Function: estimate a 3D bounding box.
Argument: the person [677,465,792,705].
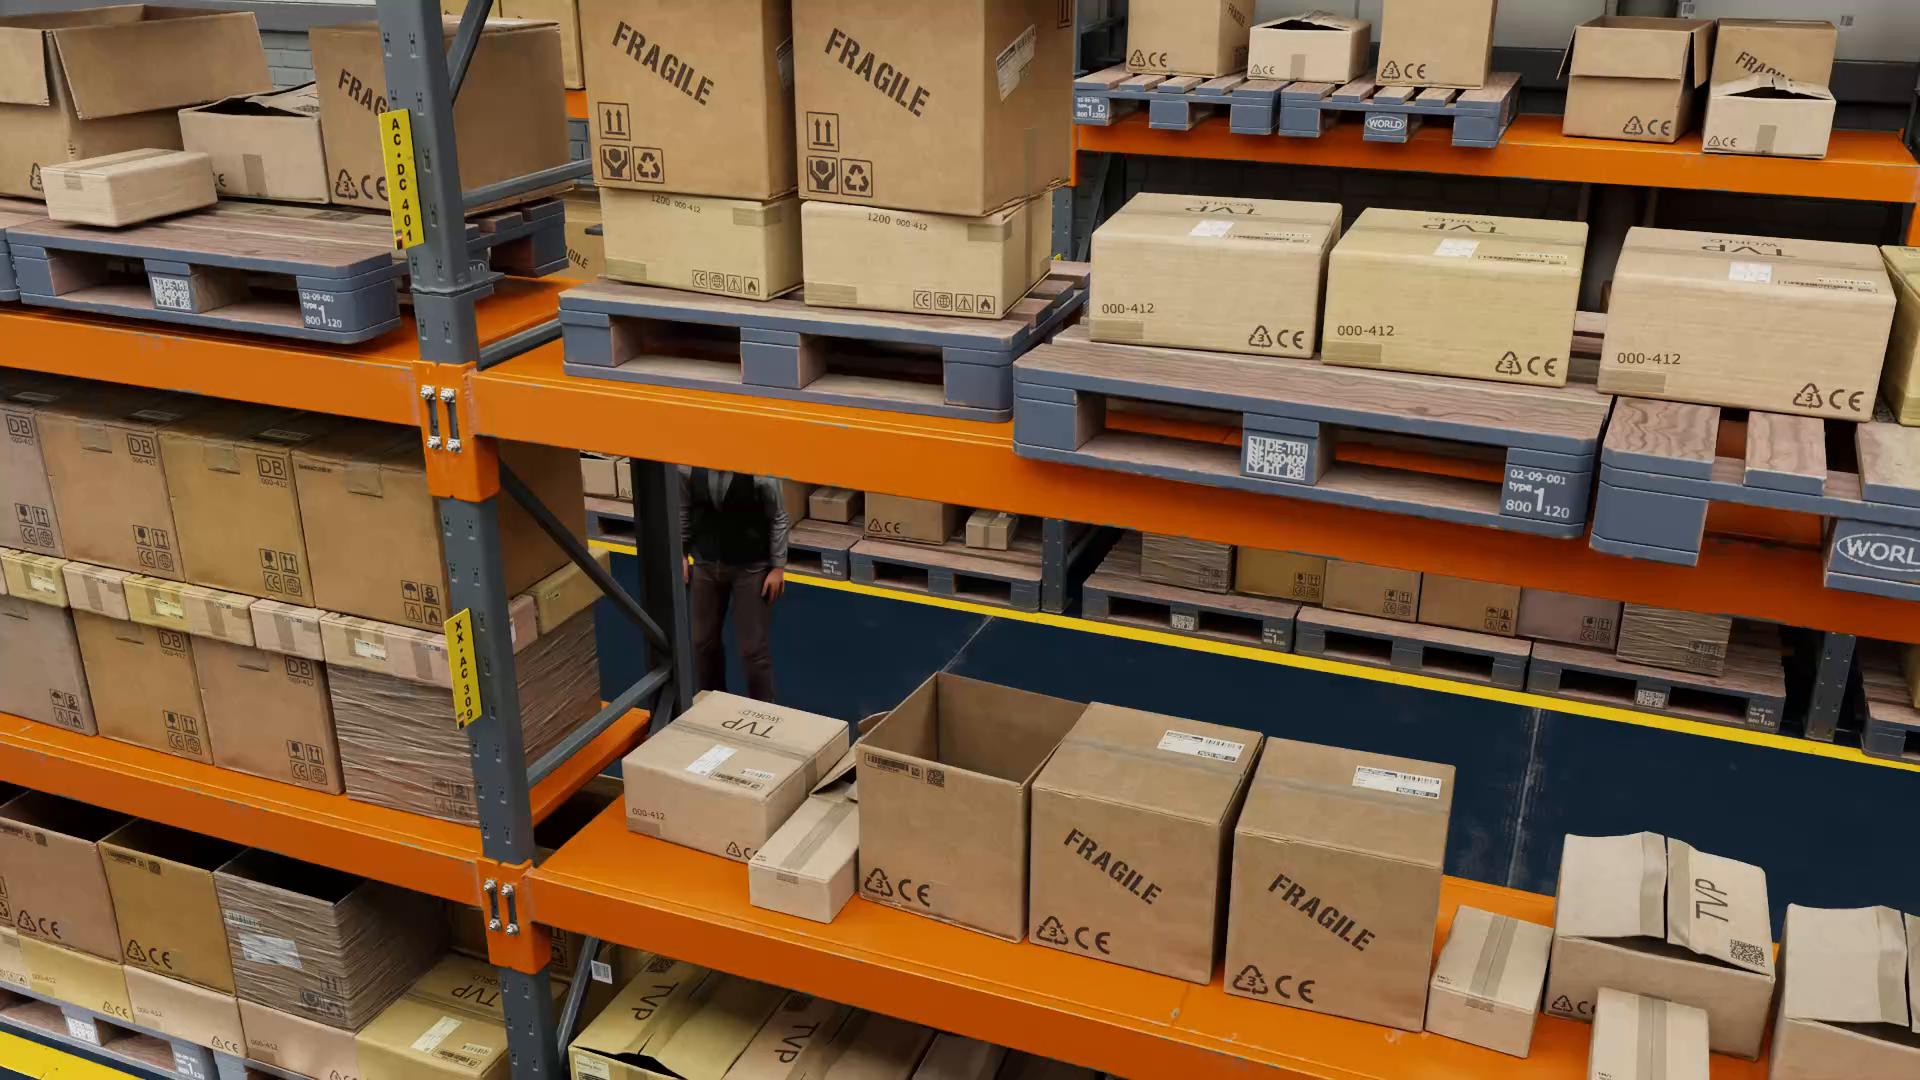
[{"bbox_3d":[-1.090,0.131,8.027,0.594,1.722,0.416,7,23,17],"label":"person"}]
